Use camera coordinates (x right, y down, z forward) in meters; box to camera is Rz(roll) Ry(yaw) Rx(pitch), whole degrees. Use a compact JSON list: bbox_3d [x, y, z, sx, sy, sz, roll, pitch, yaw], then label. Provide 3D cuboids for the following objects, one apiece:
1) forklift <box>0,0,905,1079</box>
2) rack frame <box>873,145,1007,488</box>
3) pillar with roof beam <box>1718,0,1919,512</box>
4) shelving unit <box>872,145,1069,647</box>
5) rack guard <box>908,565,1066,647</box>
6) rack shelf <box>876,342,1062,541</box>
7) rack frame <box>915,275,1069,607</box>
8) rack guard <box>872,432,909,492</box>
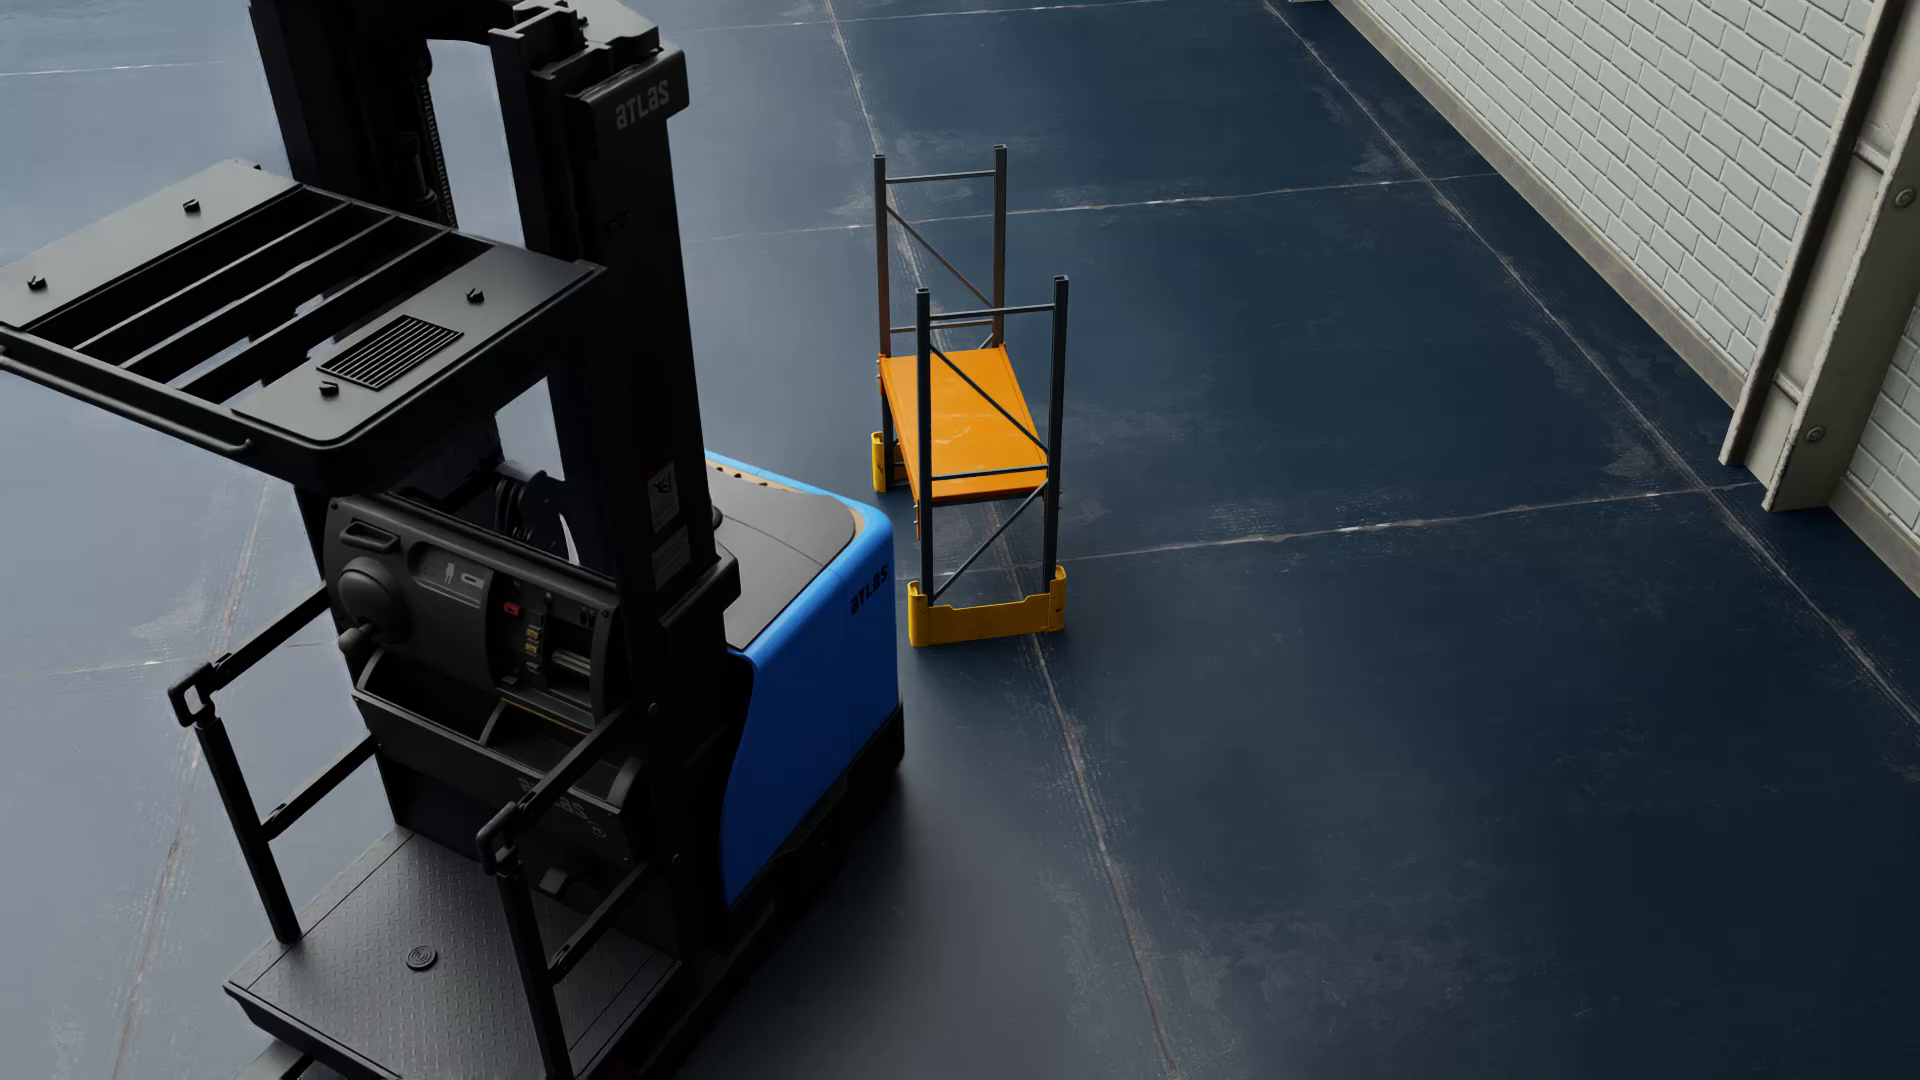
[{"bbox_3d":[-1.344,0.254,4.034,1.130,2.935,3.031,19,42,22],"label":"forklift"},{"bbox_3d":[-0.074,-0.848,6.619,0.500,1.500,0.032,-6,38,-8],"label":"rack frame"},{"bbox_3d":[-0.770,-3.342,3.717,9.100,9.000,0.400,-6,38,-8],"label":"pillar with roof beam"},{"bbox_3d":[0.013,-0.546,6.231,0.587,1.500,1.083,-6,38,-8],"label":"shelving unit"},{"bbox_3d":[0.101,0.248,6.227,0.587,0.250,0.087,-6,38,-8],"label":"rack guard"},{"bbox_3d":[0.015,-0.399,6.334,0.538,0.185,1.000,-6,38,-8],"label":"rack shelf"},{"bbox_3d":[0.104,-0.234,5.828,0.500,1.500,0.032,-6,38,-8],"label":"rack frame"},{"bbox_3d":[-0.074,-0.353,7.001,0.587,0.250,0.087,-6,38,-8],"label":"rack guard"}]
